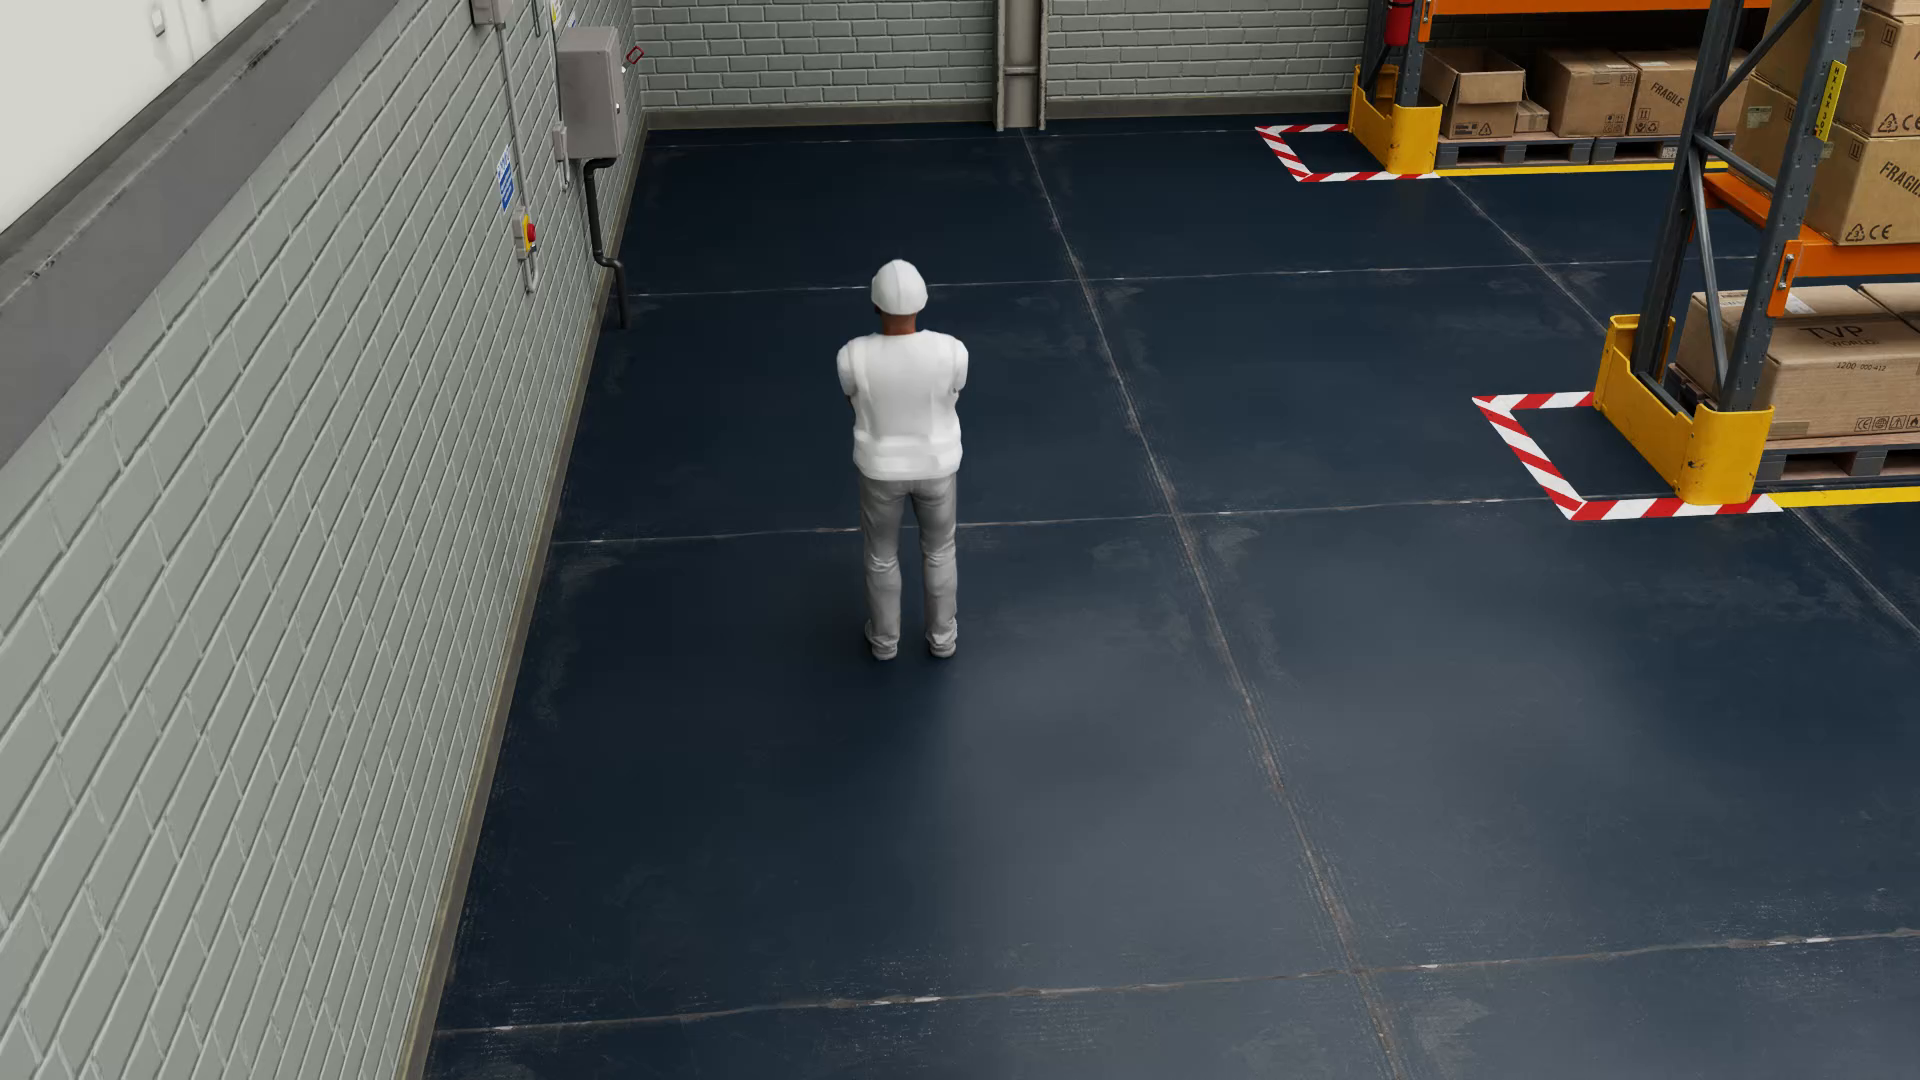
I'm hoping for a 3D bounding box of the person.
[{"bbox_3d":[-0.222,-0.303,6.622,0.503,1.760,0.405,-2,31,-4],"label":"person"}]
